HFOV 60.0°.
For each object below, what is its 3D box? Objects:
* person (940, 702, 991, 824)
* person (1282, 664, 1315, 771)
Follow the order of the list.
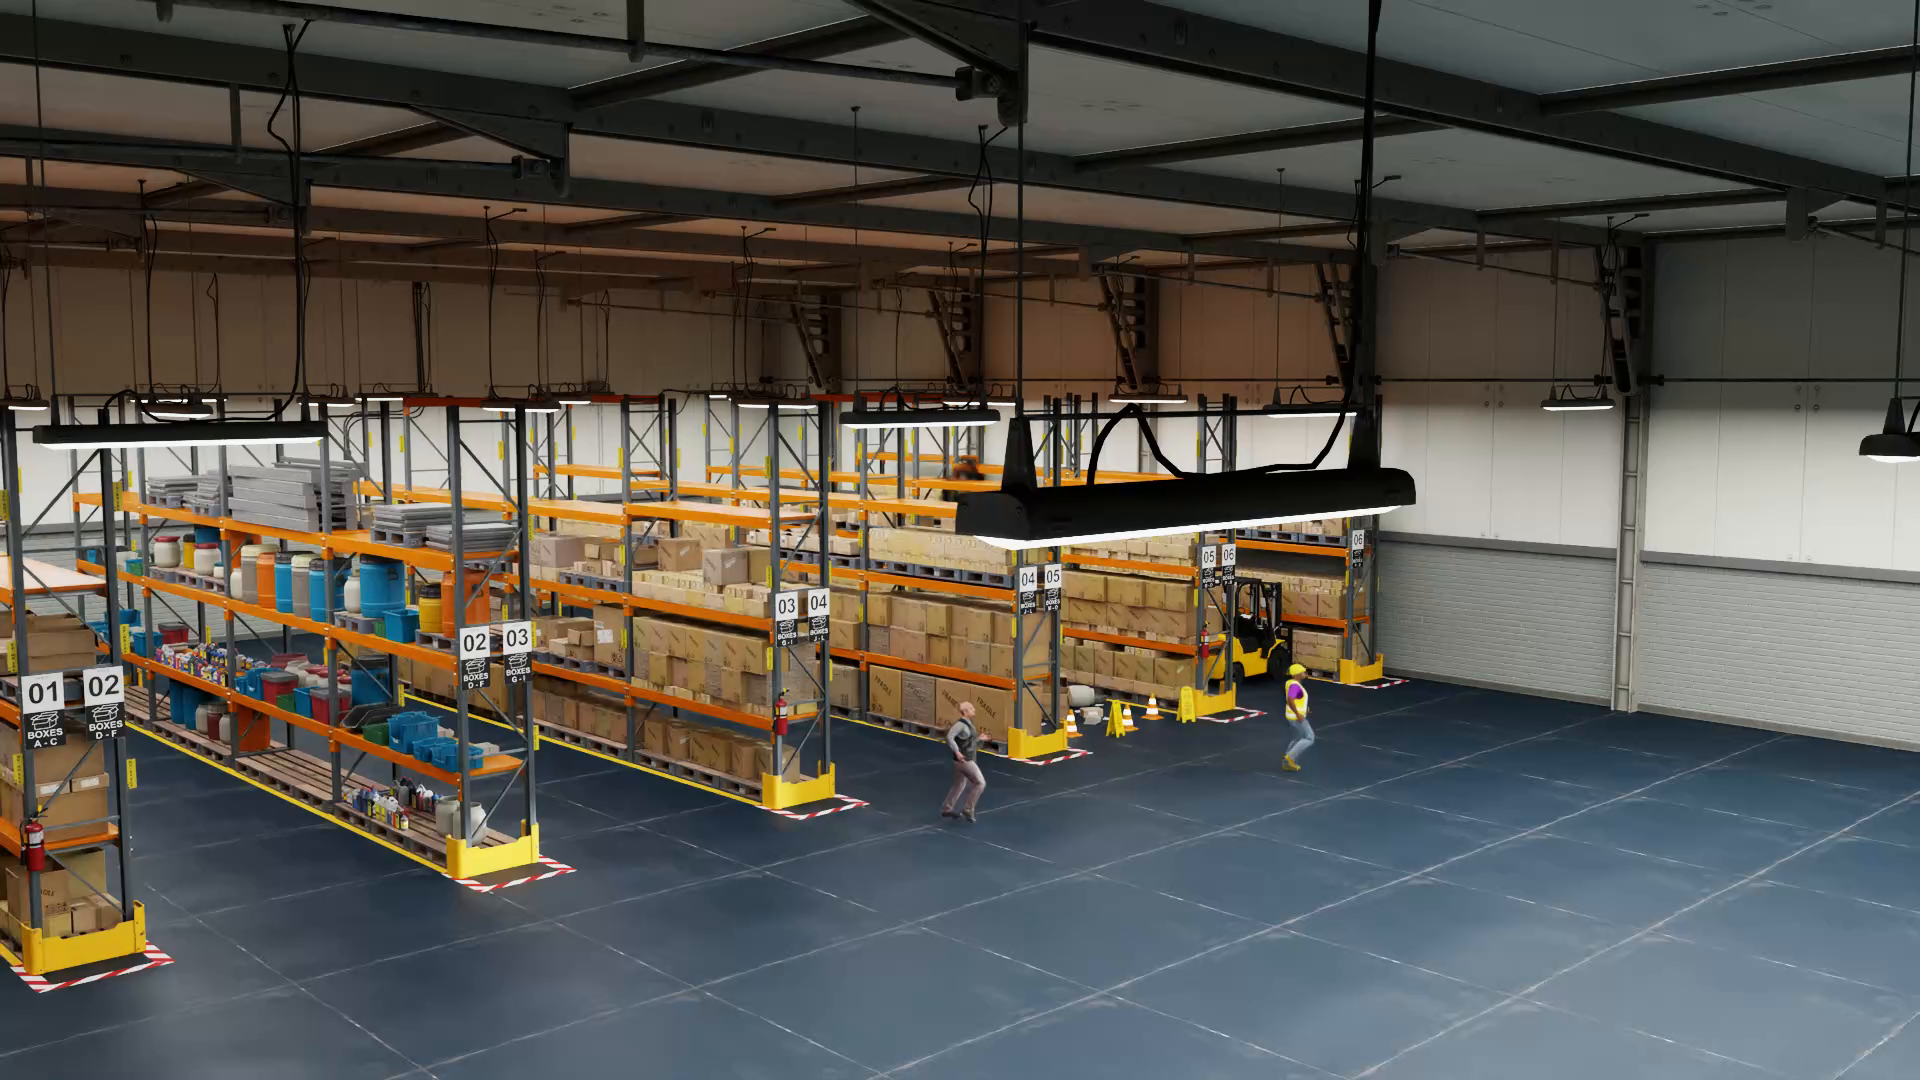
[{"bbox_3d":[0.083,3.113,23.825,0.742,1.612,0.627,0,6,-2],"label":"person"},{"bbox_3d":[5.473,2.867,26.867,0.503,1.733,0.700,0,6,-1],"label":"person"}]
